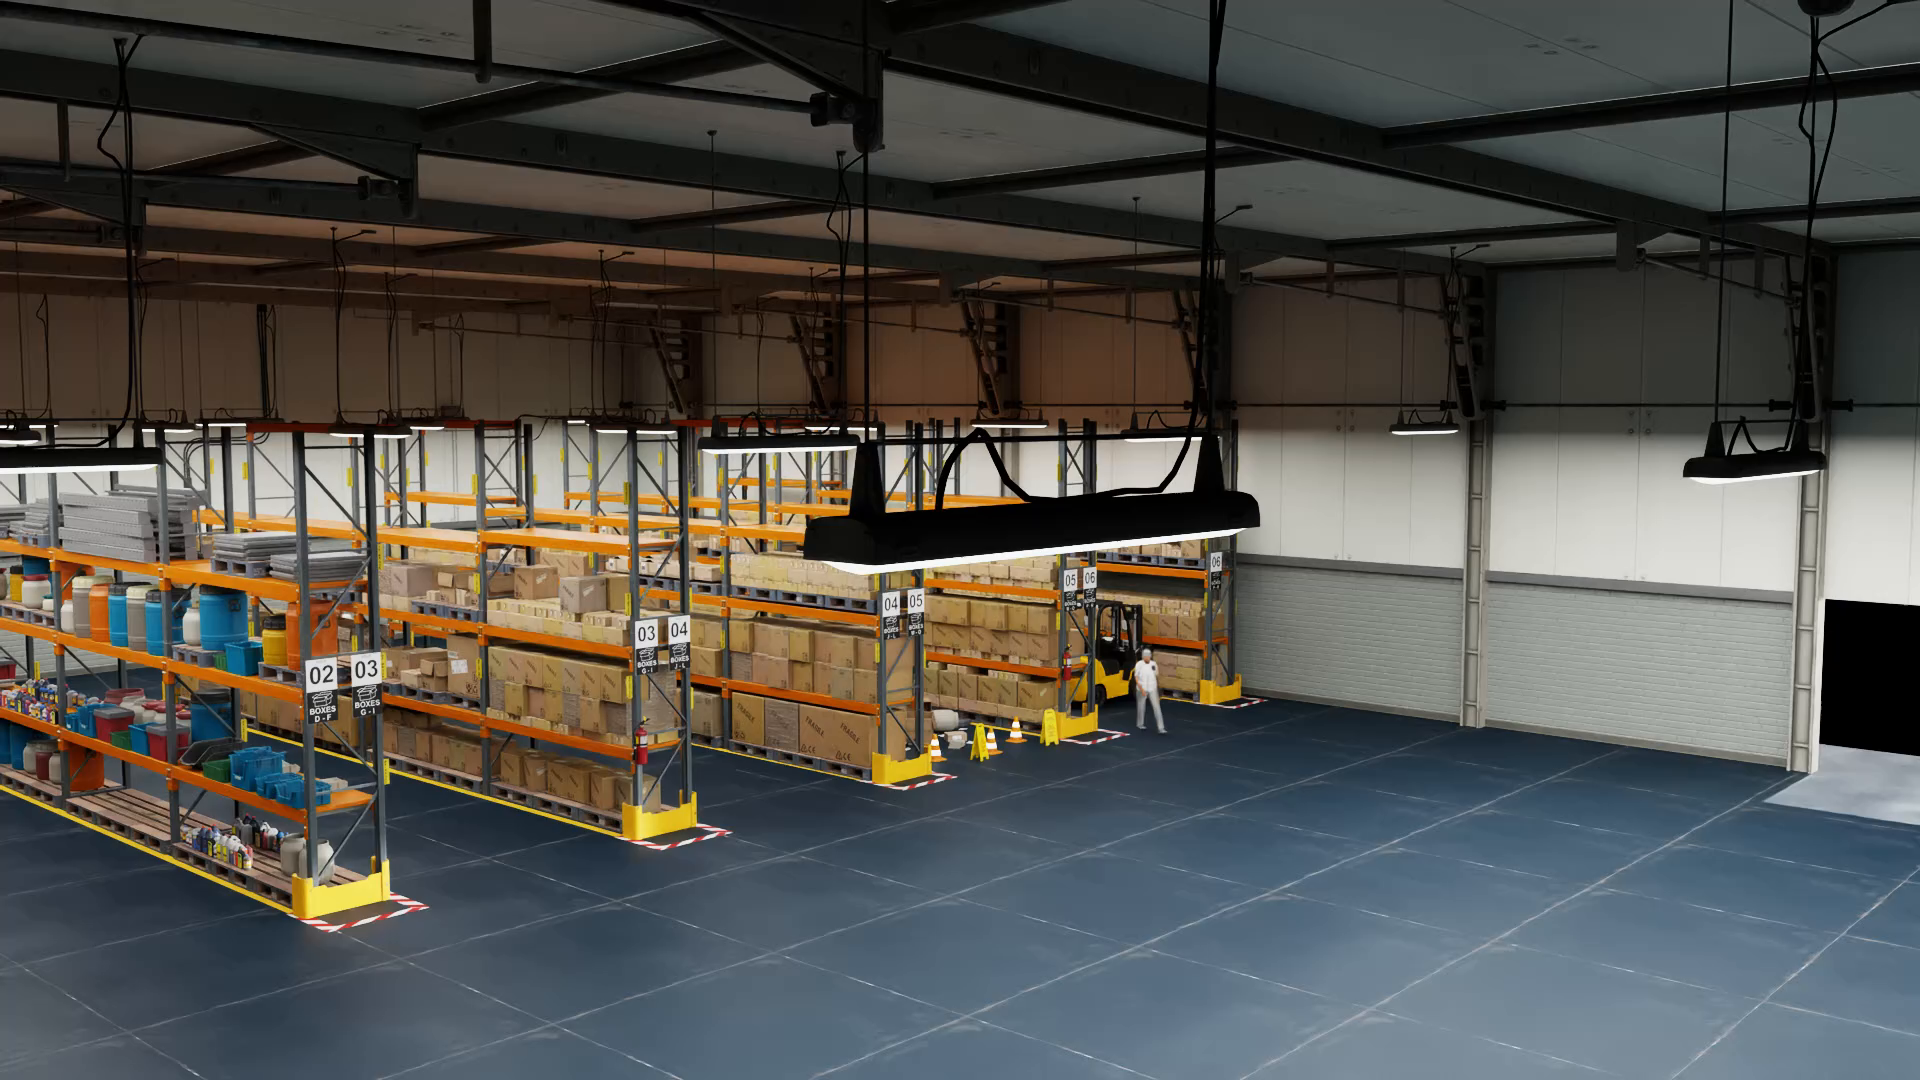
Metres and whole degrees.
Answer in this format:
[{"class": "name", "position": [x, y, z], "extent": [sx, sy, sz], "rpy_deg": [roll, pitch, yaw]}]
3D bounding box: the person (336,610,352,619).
[{"class": "person", "position": [-14.270, 2.327, 38.227], "extent": [0.689, 1.736, 1.068], "rpy_deg": [-1, 5, -18]}]

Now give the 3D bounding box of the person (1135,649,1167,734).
[{"class": "person", "position": [3.675, 2.910, 32.109], "extent": [0.615, 1.610, 0.839], "rpy_deg": [0, 5, 5]}]
